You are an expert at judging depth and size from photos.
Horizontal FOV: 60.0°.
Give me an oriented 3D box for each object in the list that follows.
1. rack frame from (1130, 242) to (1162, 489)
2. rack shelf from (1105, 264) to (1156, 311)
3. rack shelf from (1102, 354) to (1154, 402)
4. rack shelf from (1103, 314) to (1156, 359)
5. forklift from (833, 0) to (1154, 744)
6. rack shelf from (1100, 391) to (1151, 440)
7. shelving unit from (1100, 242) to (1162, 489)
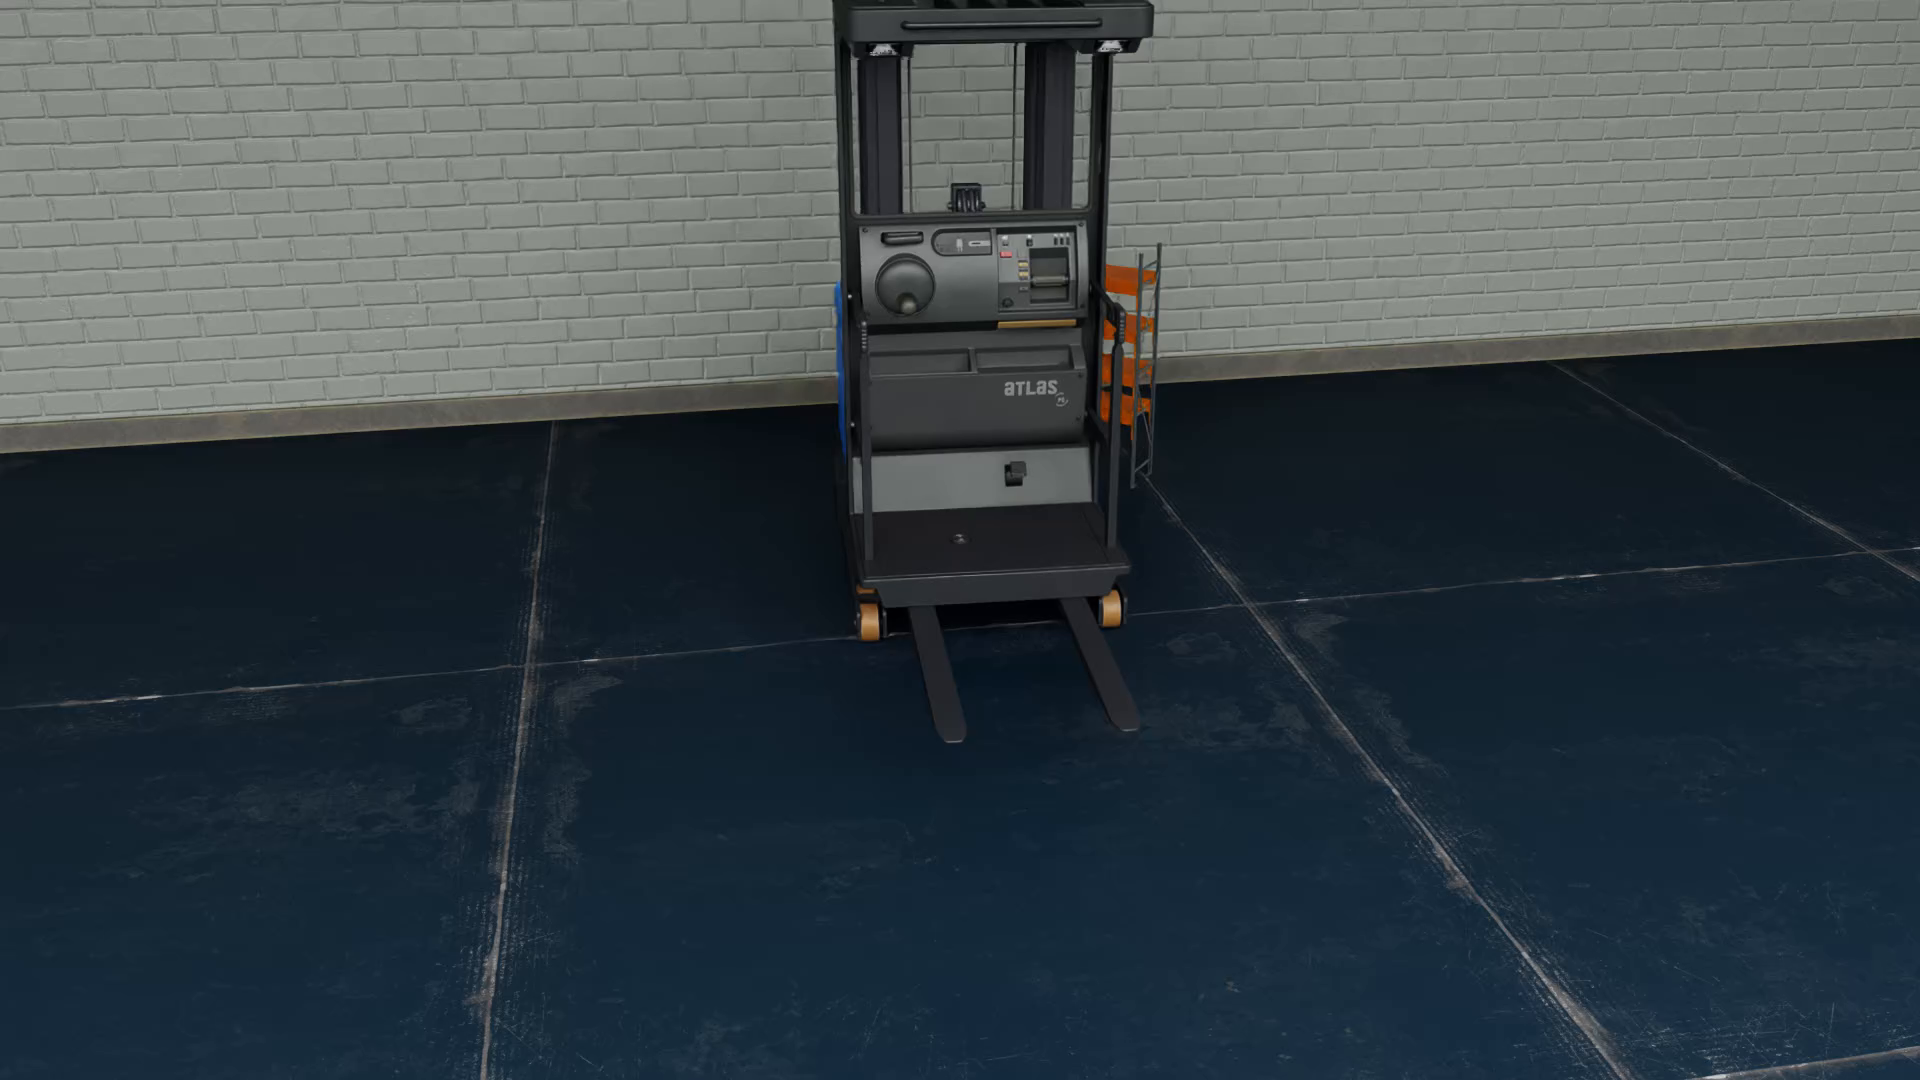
[{"bbox_3d":[0.914,-0.847,8.185,0.015,1.200,0.240,13,27,27],"label":"rack frame"},{"bbox_3d":[0.699,-1.253,8.134,0.480,0.148,0.258,13,27,27],"label":"rack shelf"},{"bbox_3d":[0.702,-0.834,8.323,0.480,0.148,0.258,13,27,27],"label":"rack shelf"},{"bbox_3d":[0.700,-1.038,8.231,0.480,0.148,0.258,13,27,27],"label":"rack shelf"},{"bbox_3d":[0.088,-1.072,6.543,1.130,2.935,3.031,-3,24,-7],"label":"forklift"},{"bbox_3d":[0.703,-0.653,8.405,0.480,0.148,0.258,13,27,27],"label":"rack shelf"},{"bbox_3d":[0.702,-0.895,8.295,0.503,1.200,0.258,13,27,27],"label":"shelving unit"}]
